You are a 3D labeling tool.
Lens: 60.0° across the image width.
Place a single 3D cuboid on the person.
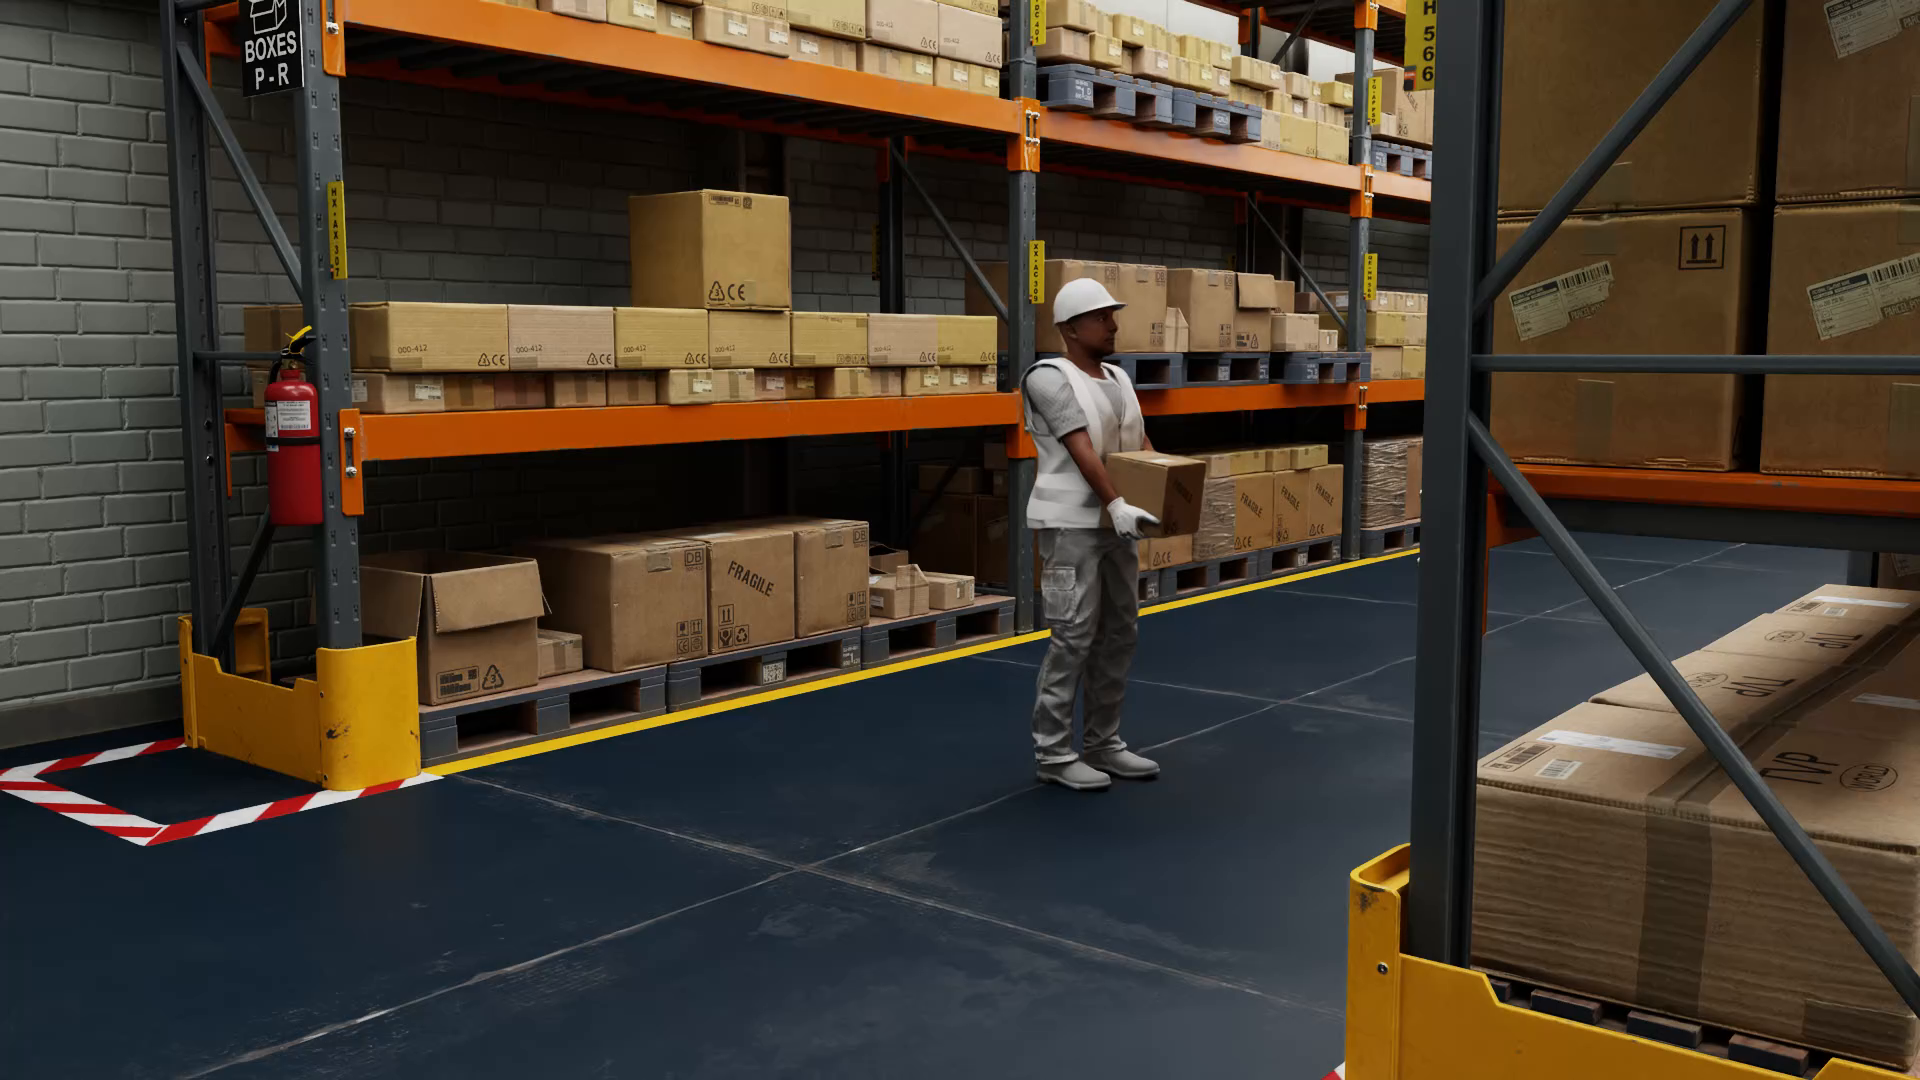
[{"bbox_3d":[0.540,-0.026,5.868,0.573,1.781,0.489,5,8,39],"label":"person"}]
